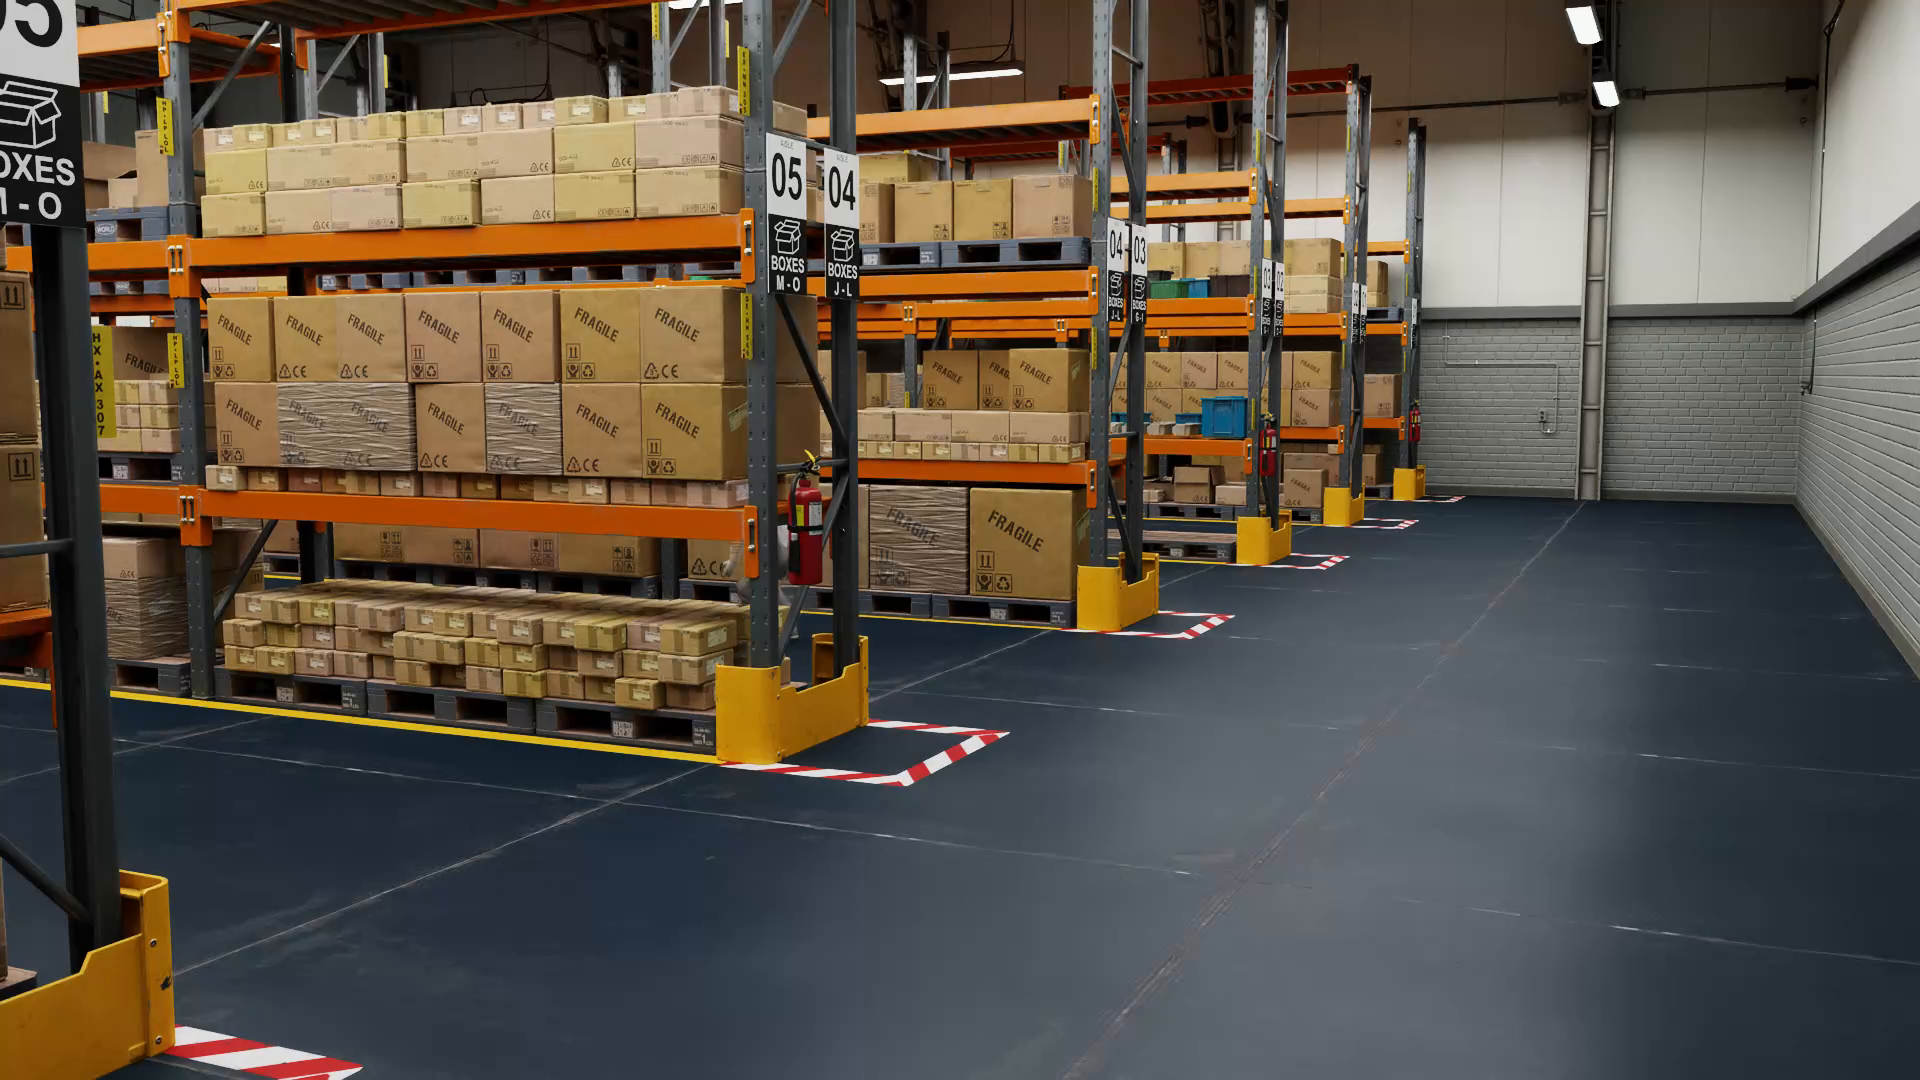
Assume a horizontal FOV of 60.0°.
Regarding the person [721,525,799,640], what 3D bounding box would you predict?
[{"bbox_3d":[-1.472,0.086,12.414,0.709,1.375,0.535,3,6,24],"label":"person"}]
